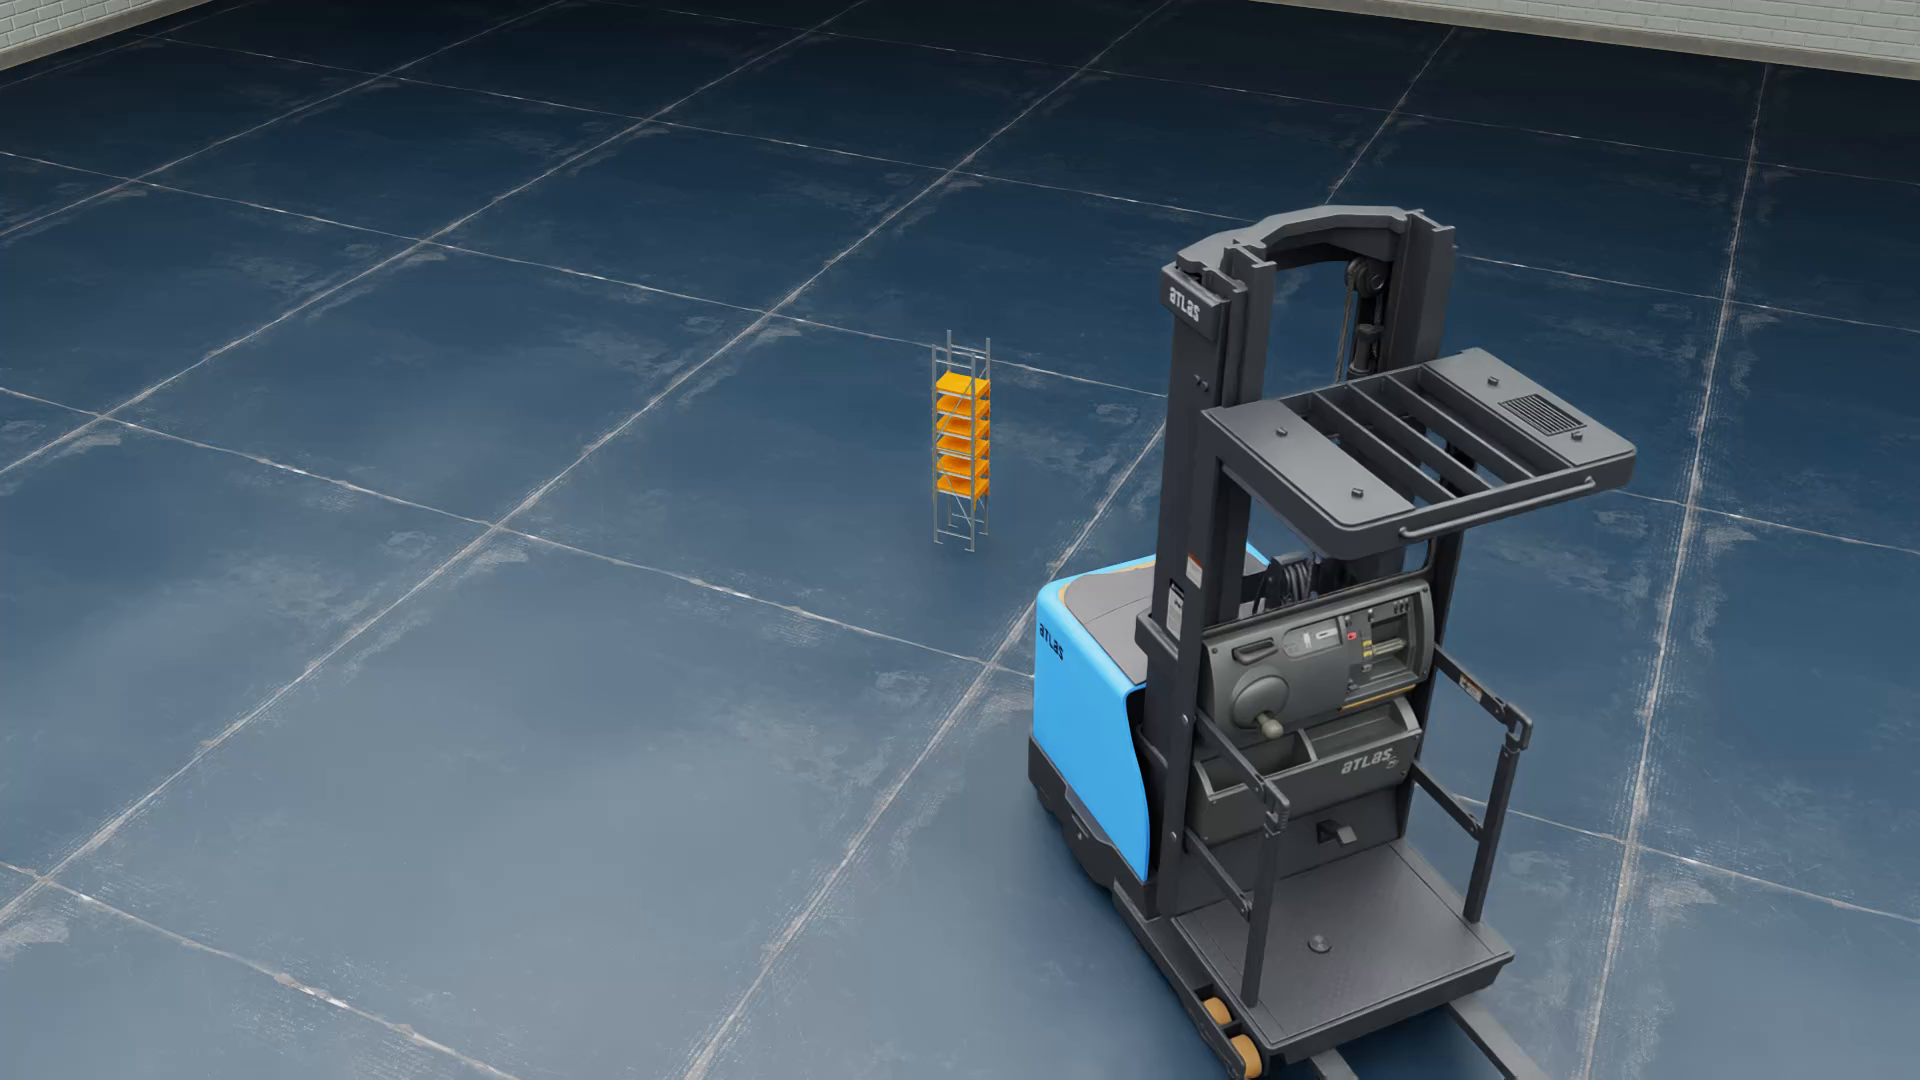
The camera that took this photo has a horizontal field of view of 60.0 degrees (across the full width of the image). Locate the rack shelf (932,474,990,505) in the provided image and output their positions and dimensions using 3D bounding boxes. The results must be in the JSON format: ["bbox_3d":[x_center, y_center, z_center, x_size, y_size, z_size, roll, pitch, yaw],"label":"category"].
[{"bbox_3d":[0.006,-0.271,8.956,0.258,0.103,0.180,14,36,20],"label":"rack shelf"}]

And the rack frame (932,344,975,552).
[{"bbox_3d":[-0.032,-0.463,8.731,0.240,1.200,0.006,14,36,20],"label":"rack frame"}]

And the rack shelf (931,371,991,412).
[{"bbox_3d":[0.006,-0.773,8.627,0.258,0.103,0.180,14,36,20],"label":"rack shelf"}]

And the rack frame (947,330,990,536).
[{"bbox_3d":[0.044,-0.555,8.870,0.240,1.200,0.006,14,36,20],"label":"rack frame"}]

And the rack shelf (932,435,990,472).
[{"bbox_3d":[0.006,-0.472,8.825,0.258,0.103,0.180,14,36,20],"label":"rack shelf"}]

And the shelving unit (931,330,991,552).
[{"bbox_3d":[0.006,-0.509,8.800,0.258,1.200,0.189,14,36,20],"label":"shelving unit"}]

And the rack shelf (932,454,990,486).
[{"bbox_3d":[0.006,-0.371,8.891,0.258,0.103,0.180,14,36,20],"label":"rack shelf"}]

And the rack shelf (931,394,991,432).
[{"bbox_3d":[0.006,-0.673,8.693,0.258,0.103,0.180,14,36,20],"label":"rack shelf"}]

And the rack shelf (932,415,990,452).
[{"bbox_3d":[0.006,-0.572,8.759,0.258,0.103,0.180,14,36,20],"label":"rack shelf"}]

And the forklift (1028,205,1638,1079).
[{"bbox_3d":[1.370,0.484,5.707,1.130,2.935,3.031,-14,36,-20],"label":"forklift"}]
